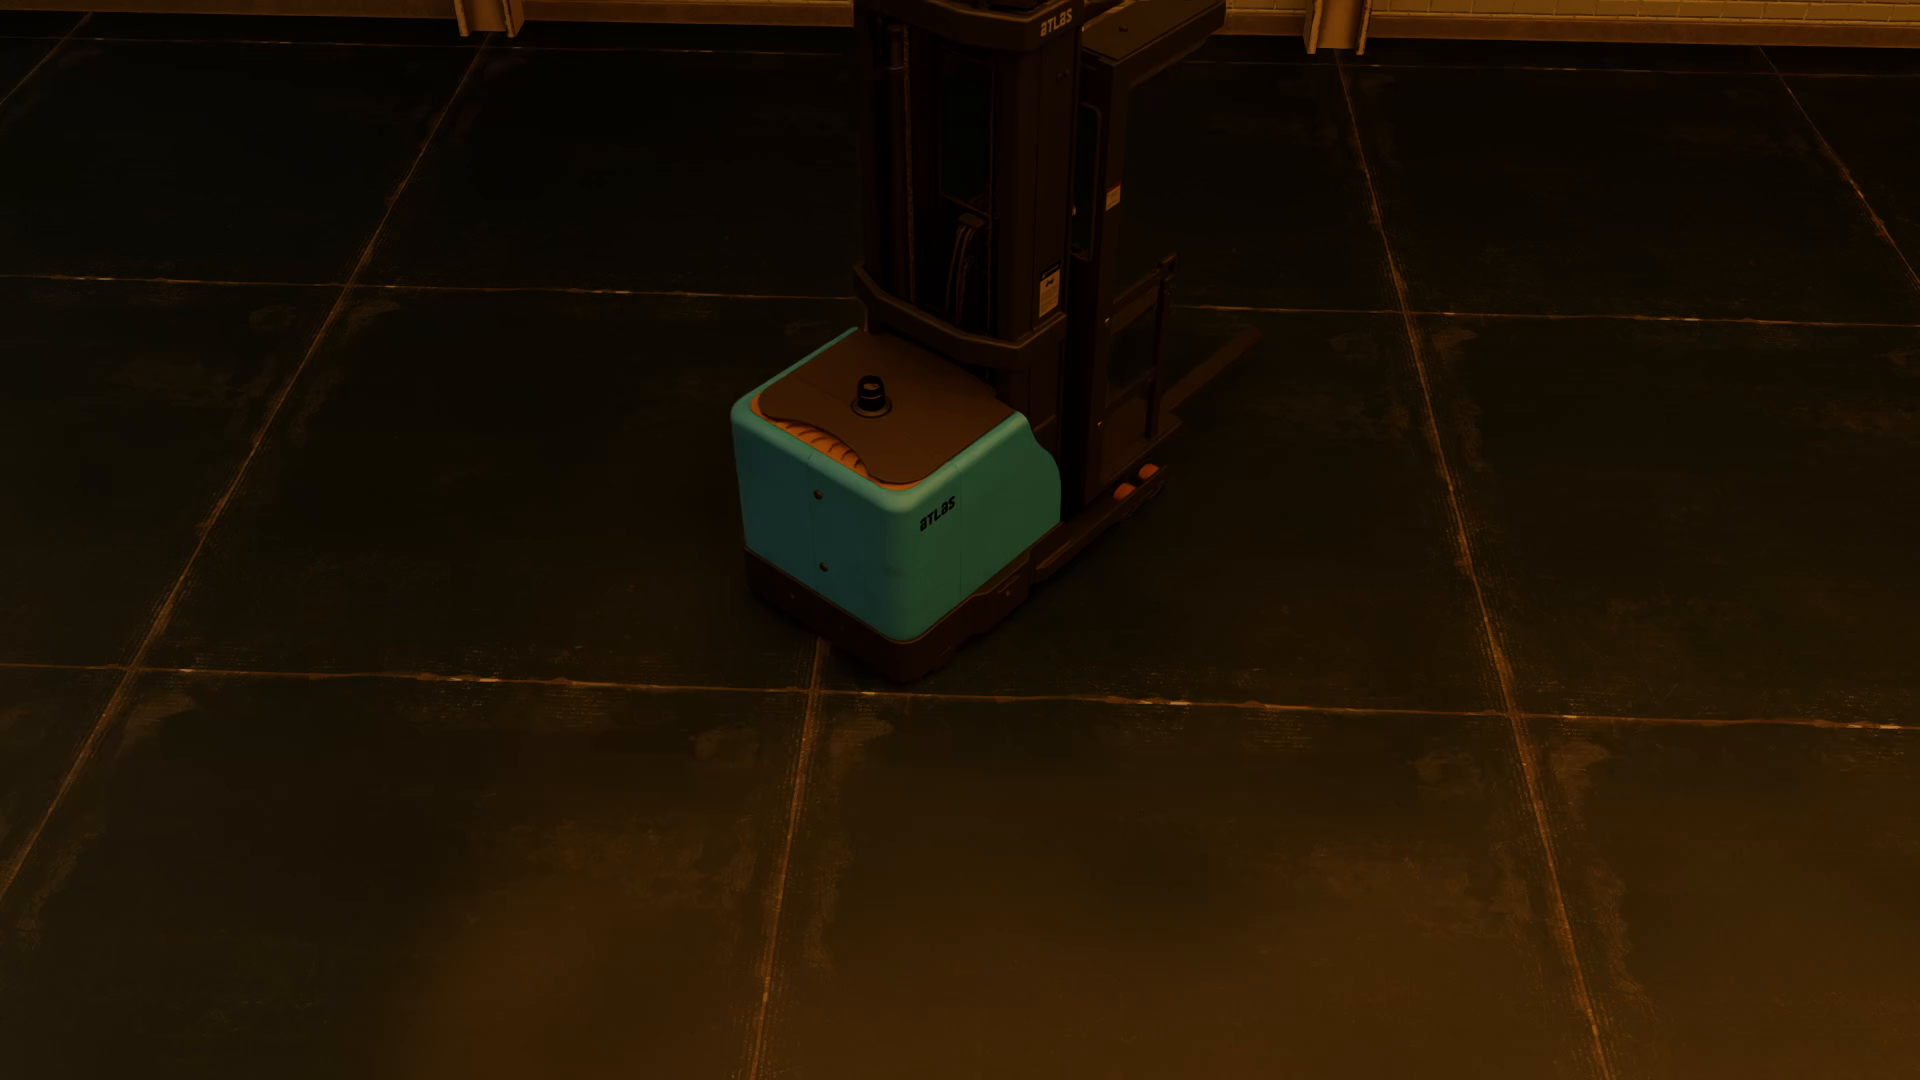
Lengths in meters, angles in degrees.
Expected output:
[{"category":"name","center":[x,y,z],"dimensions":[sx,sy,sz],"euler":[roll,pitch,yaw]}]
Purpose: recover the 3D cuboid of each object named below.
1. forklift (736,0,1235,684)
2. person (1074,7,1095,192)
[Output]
[{"category":"forklift","center":[0.319,-1.415,7.293],"dimensions":[1.130,2.935,3.031],"euler":[26,48,26]},{"category":"person","center":[0.541,-2.715,9.605],"dimensions":[0.388,1.666,0.517],"euler":[32,51,30]}]
